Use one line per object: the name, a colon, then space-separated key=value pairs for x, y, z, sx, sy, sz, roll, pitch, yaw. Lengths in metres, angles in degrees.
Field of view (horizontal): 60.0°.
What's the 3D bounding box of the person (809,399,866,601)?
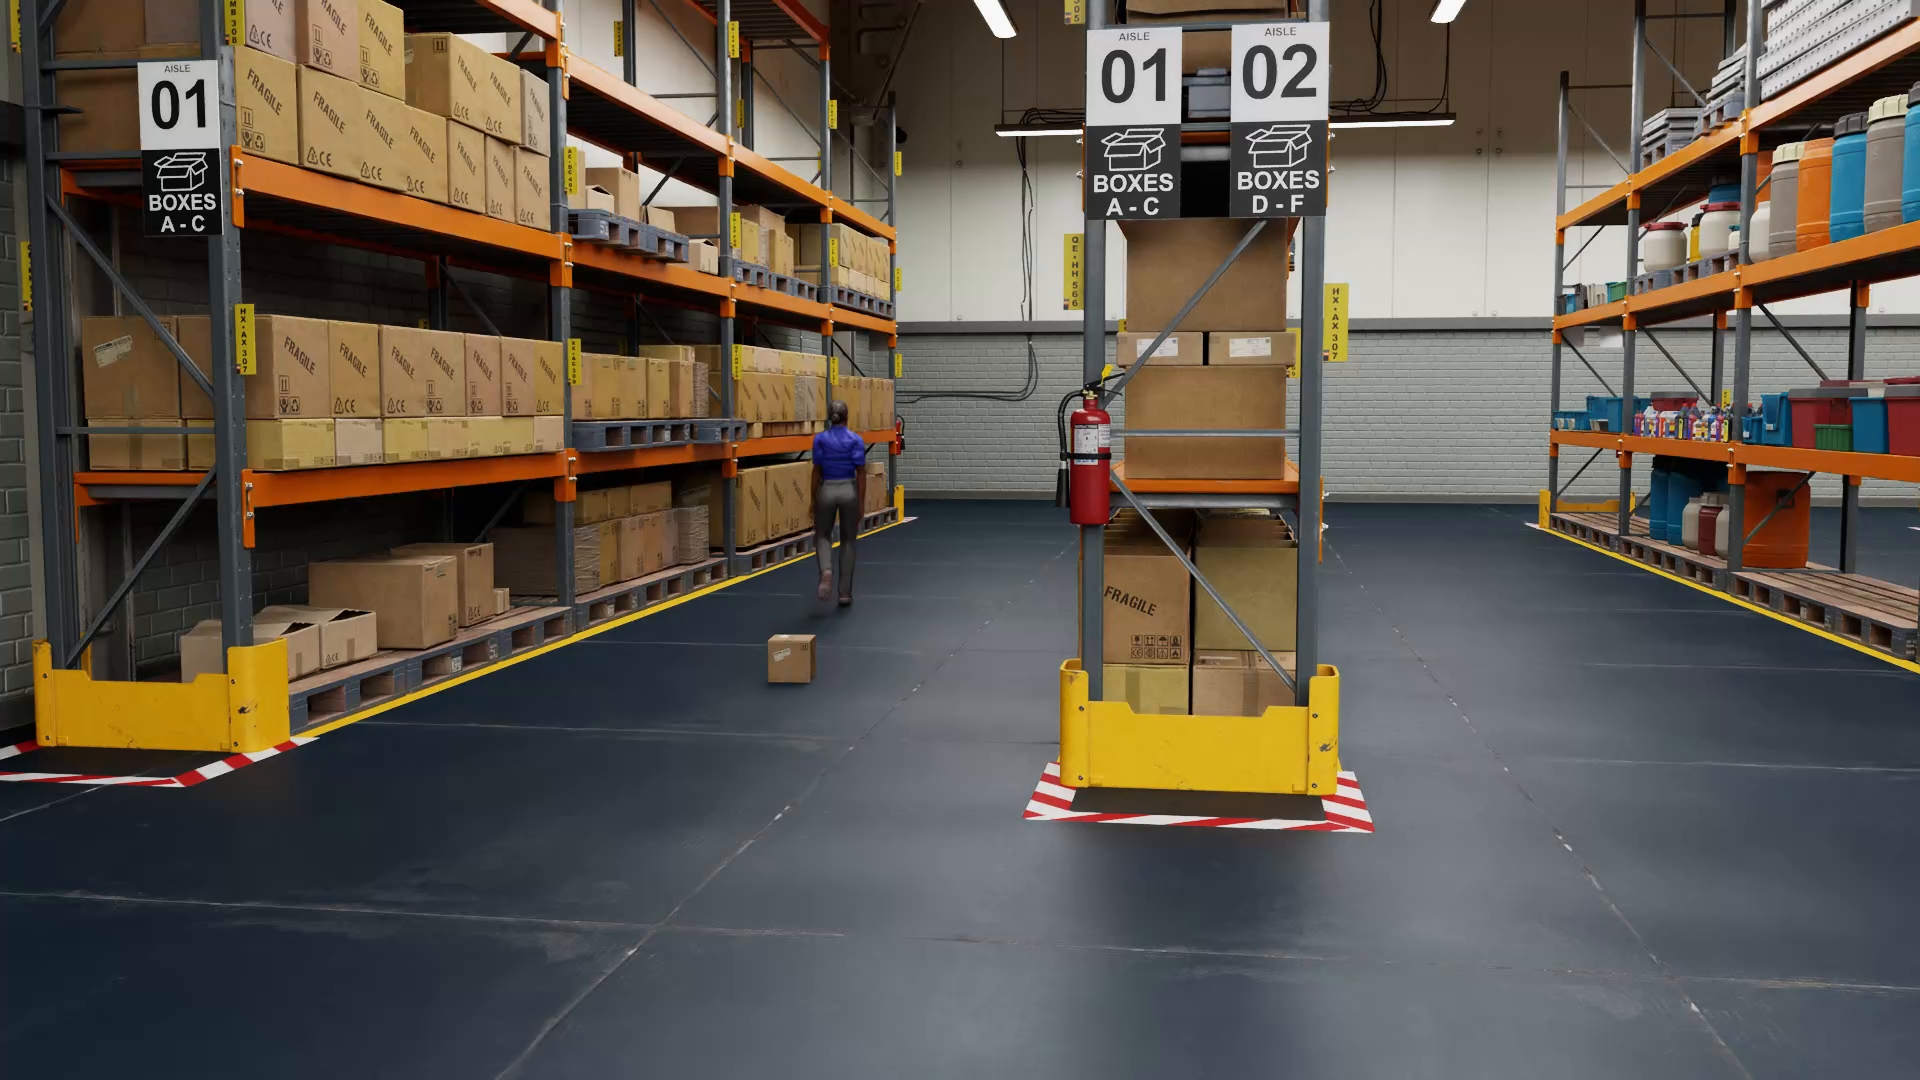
person: x=-0.995 y=-0.315 z=13.522 sx=0.472 sy=1.652 sz=0.426 roll=0 pitch=5 yaw=0
